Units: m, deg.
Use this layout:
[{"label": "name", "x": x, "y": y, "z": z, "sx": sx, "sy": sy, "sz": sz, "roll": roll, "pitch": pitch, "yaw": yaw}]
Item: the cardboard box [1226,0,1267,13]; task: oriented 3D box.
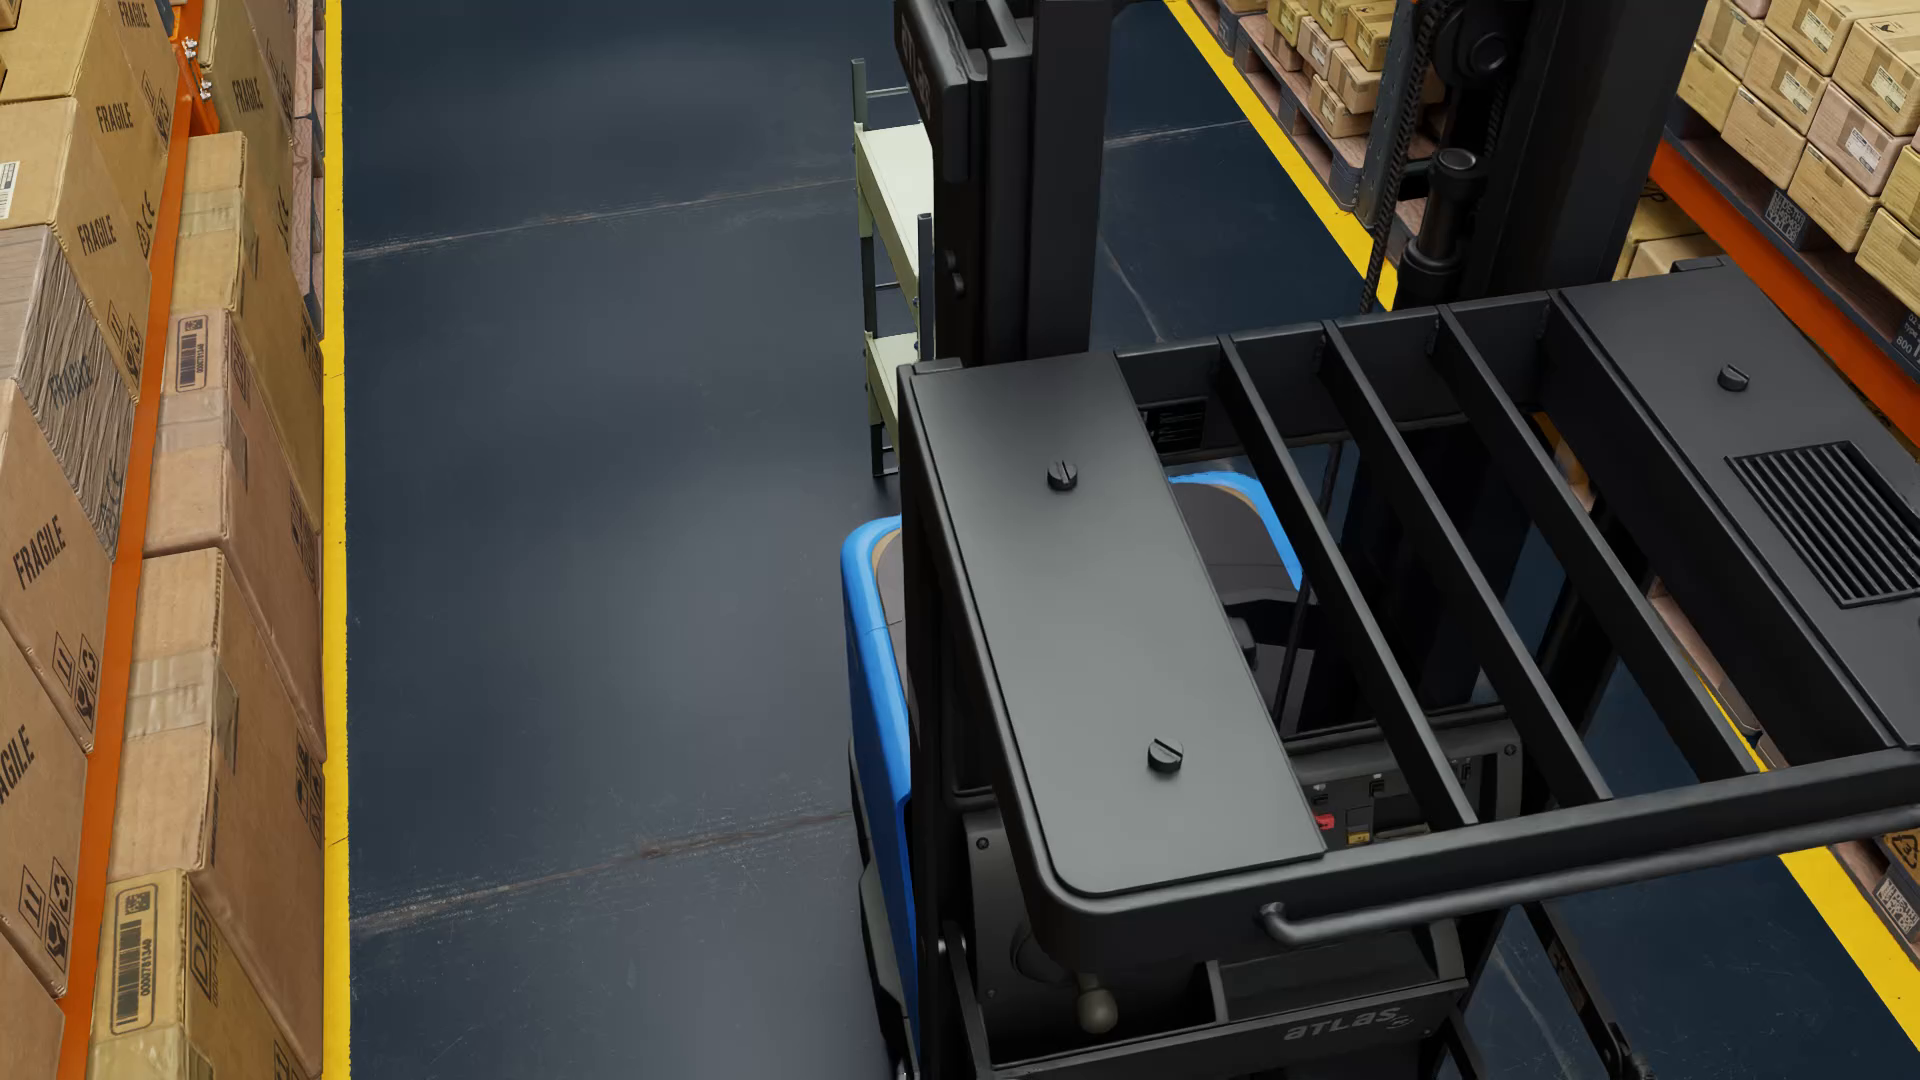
[{"label": "cardboard box", "x": 1.340, "y": -2.446, "z": 7.249, "sx": 0.380, "sy": 0.149, "sz": 0.250, "roll": -11, "pitch": 47, "yaw": -10}]

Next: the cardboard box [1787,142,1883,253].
[{"label": "cardboard box", "x": 2.165, "y": -0.814, "z": 3.830, "sx": 0.380, "sy": 0.149, "sz": 0.250, "roll": -9, "pitch": 46, "yaw": -9}]

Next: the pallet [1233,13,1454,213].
[{"label": "pallet", "x": 1.828, "y": -1.855, "z": 6.920, "sx": 1.003, "sy": 0.211, "sz": 1.213, "roll": -11, "pitch": 47, "yaw": -10}]

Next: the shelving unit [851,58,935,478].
[{"label": "shelving unit", "x": 0.002, "y": -0.520, "z": 4.710, "sx": 0.431, "sy": 1.500, "sz": 0.755, "roll": -11, "pitch": 47, "yaw": -10}]

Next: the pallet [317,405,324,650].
[{"label": "pallet", "x": -2.516, "y": -0.042, "z": 5.143, "sx": 1.003, "sy": 0.211, "sz": 1.213, "roll": -11, "pitch": 47, "yaw": -10}]

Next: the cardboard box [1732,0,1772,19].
[{"label": "cardboard box", "x": 2.023, "y": -1.392, "z": 3.980, "sx": 0.380, "sy": 0.149, "sz": 0.250, "roll": -9, "pitch": 46, "yaw": -9}]

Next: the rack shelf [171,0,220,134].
[{"label": "rack shelf", "x": -3.298, "y": -2.666, "z": 6.266, "sx": 1.077, "sy": 0.370, "sz": 4.000, "roll": -11, "pitch": 47, "yaw": -10}]

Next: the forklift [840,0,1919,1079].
[{"label": "forklift", "x": 0.517, "y": 0.646, "z": 2.565, "sx": 1.130, "sy": 2.935, "sz": 3.031, "roll": -9, "pitch": 46, "yaw": -8}]

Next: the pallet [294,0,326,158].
[{"label": "pallet", "x": -3.221, "y": -1.944, "z": 7.007, "sx": 1.003, "sy": 0.211, "sz": 1.213, "roll": -11, "pitch": 47, "yaw": -10}]

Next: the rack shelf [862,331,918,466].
[{"label": "rack shelf", "x": 0.002, "y": -0.292, "z": 4.943, "sx": 0.431, "sy": 0.370, "sz": 0.720, "roll": -11, "pitch": 47, "yaw": -10}]

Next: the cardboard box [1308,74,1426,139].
[{"label": "cardboard box", "x": 1.605, "y": -1.731, "z": 6.549, "sx": 0.380, "sy": 0.149, "sz": 0.250, "roll": -10, "pitch": 46, "yaw": -10}]

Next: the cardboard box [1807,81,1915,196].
[{"label": "cardboard box", "x": 2.160, "y": -0.923, "z": 3.728, "sx": 0.380, "sy": 0.149, "sz": 0.250, "roll": -10, "pitch": 46, "yaw": -9}]

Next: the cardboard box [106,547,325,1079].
[{"label": "cardboard box", "x": -2.139, "y": 0.725, "z": 3.633, "sx": 1.225, "sy": 0.875, "sz": 0.875, "roll": -11, "pitch": 47, "yaw": -10}]

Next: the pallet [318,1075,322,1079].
[{"label": "pallet", "x": -1.891, "y": 1.643, "z": 3.492, "sx": 1.003, "sy": 0.211, "sz": 1.213, "roll": -11, "pitch": 47, "yaw": -10}]

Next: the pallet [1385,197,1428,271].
[{"label": "pallet", "x": 2.235, "y": -0.860, "z": 5.945, "sx": 1.003, "sy": 0.211, "sz": 1.213, "roll": -11, "pitch": 47, "yaw": -10}]

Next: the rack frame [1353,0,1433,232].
[{"label": "rack frame", "x": 2.035, "y": -2.374, "z": 5.476, "sx": 1.000, "sy": 3.000, "sz": 0.127, "roll": -11, "pitch": 47, "yaw": -10}]

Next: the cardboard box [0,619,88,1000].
[{"label": "cardboard box", "x": -1.758, "y": 0.449, "z": 2.640, "sx": 0.500, "sy": 0.500, "sz": 0.500, "roll": -12, "pitch": 47, "yaw": -11}]

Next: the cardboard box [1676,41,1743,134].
[{"label": "cardboard box", "x": 2.030, "y": -1.176, "z": 4.184, "sx": 0.380, "sy": 0.149, "sz": 0.250, "roll": -11, "pitch": 47, "yaw": -11}]

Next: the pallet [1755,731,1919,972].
[{"label": "pallet", "x": 2.860, "y": 0.824, "z": 4.294, "sx": 1.003, "sy": 0.211, "sz": 1.213, "roll": -11, "pitch": 47, "yaw": -10}]

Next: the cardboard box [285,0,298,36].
[{"label": "cardboard box", "x": -3.336, "y": -2.646, "z": 6.937, "sx": 0.875, "sy": 0.875, "sz": 0.875, "roll": -11, "pitch": 47, "yaw": -10}]

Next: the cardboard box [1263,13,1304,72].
[{"label": "cardboard box", "x": 1.489, "y": -2.097, "z": 6.907, "sx": 0.380, "sy": 0.149, "sz": 0.250, "roll": -12, "pitch": 47, "yaw": -12}]

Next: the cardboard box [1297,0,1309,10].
[{"label": "cardboard box", "x": 1.517, "y": -2.269, "z": 6.659, "sx": 0.380, "sy": 0.149, "sz": 0.250, "roll": -11, "pitch": 47, "yaw": -11}]

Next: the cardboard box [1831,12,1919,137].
[{"label": "cardboard box", "x": 2.161, "y": -1.027, "z": 3.622, "sx": 0.380, "sy": 0.149, "sz": 0.250, "roll": -9, "pitch": 46, "yaw": -8}]

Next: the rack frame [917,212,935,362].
[{"label": "rack frame", "x": 0.095, "y": -0.268, "z": 4.462, "sx": 0.400, "sy": 1.500, "sz": 0.023, "roll": -11, "pitch": 47, "yaw": -10}]

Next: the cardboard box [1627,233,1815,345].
[{"label": "cardboard box", "x": 2.233, "y": -0.630, "z": 4.698, "sx": 0.500, "sy": 0.250, "sz": 0.500, "roll": -9, "pitch": 46, "yaw": -9}]

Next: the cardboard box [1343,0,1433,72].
[{"label": "cardboard box", "x": 1.692, "y": -1.929, "z": 6.326, "sx": 0.380, "sy": 0.149, "sz": 0.250, "roll": -9, "pitch": 46, "yaw": -9}]

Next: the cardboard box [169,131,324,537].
[{"label": "cardboard box", "x": -2.603, "y": -0.502, "z": 4.835, "sx": 1.225, "sy": 0.875, "sz": 0.875, "roll": -11, "pitch": 47, "yaw": -10}]

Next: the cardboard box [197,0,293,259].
[{"label": "cardboard box", "x": -2.878, "y": -1.410, "z": 5.725, "sx": 0.875, "sy": 0.875, "sz": 0.875, "roll": -11, "pitch": 47, "yaw": -10}]

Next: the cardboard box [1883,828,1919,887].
[{"label": "cardboard box", "x": 2.637, "y": 0.709, "z": 3.911, "sx": 0.500, "sy": 0.500, "sz": 0.500, "roll": -11, "pitch": 47, "yaw": -11}]

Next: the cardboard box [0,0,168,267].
[{"label": "cardboard box", "x": -2.282, "y": -0.956, "z": 4.016, "sx": 0.500, "sy": 0.500, "sz": 0.500, "roll": -9, "pitch": 46, "yaw": -9}]

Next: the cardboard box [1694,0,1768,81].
[{"label": "cardboard box", "x": 2.031, "y": -1.276, "z": 4.074, "sx": 0.380, "sy": 0.149, "sz": 0.250, "roll": -11, "pitch": 47, "yaw": -11}]

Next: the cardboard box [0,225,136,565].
[{"label": "cardboard box", "x": -2.018, "y": -0.249, "z": 3.324, "sx": 0.500, "sy": 0.500, "sz": 0.500, "roll": -11, "pitch": 47, "yaw": -10}]

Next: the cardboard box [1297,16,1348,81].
[{"label": "cardboard box", "x": 1.565, "y": -1.971, "z": 6.575, "sx": 0.380, "sy": 0.149, "sz": 0.250, "roll": -13, "pitch": 47, "yaw": -12}]

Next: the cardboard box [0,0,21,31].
[{"label": "cardboard box", "x": -2.615, "y": -1.483, "z": 3.831, "sx": 0.797, "sy": 0.503, "sz": 0.637, "roll": -12, "pitch": 47, "yaw": -11}]
